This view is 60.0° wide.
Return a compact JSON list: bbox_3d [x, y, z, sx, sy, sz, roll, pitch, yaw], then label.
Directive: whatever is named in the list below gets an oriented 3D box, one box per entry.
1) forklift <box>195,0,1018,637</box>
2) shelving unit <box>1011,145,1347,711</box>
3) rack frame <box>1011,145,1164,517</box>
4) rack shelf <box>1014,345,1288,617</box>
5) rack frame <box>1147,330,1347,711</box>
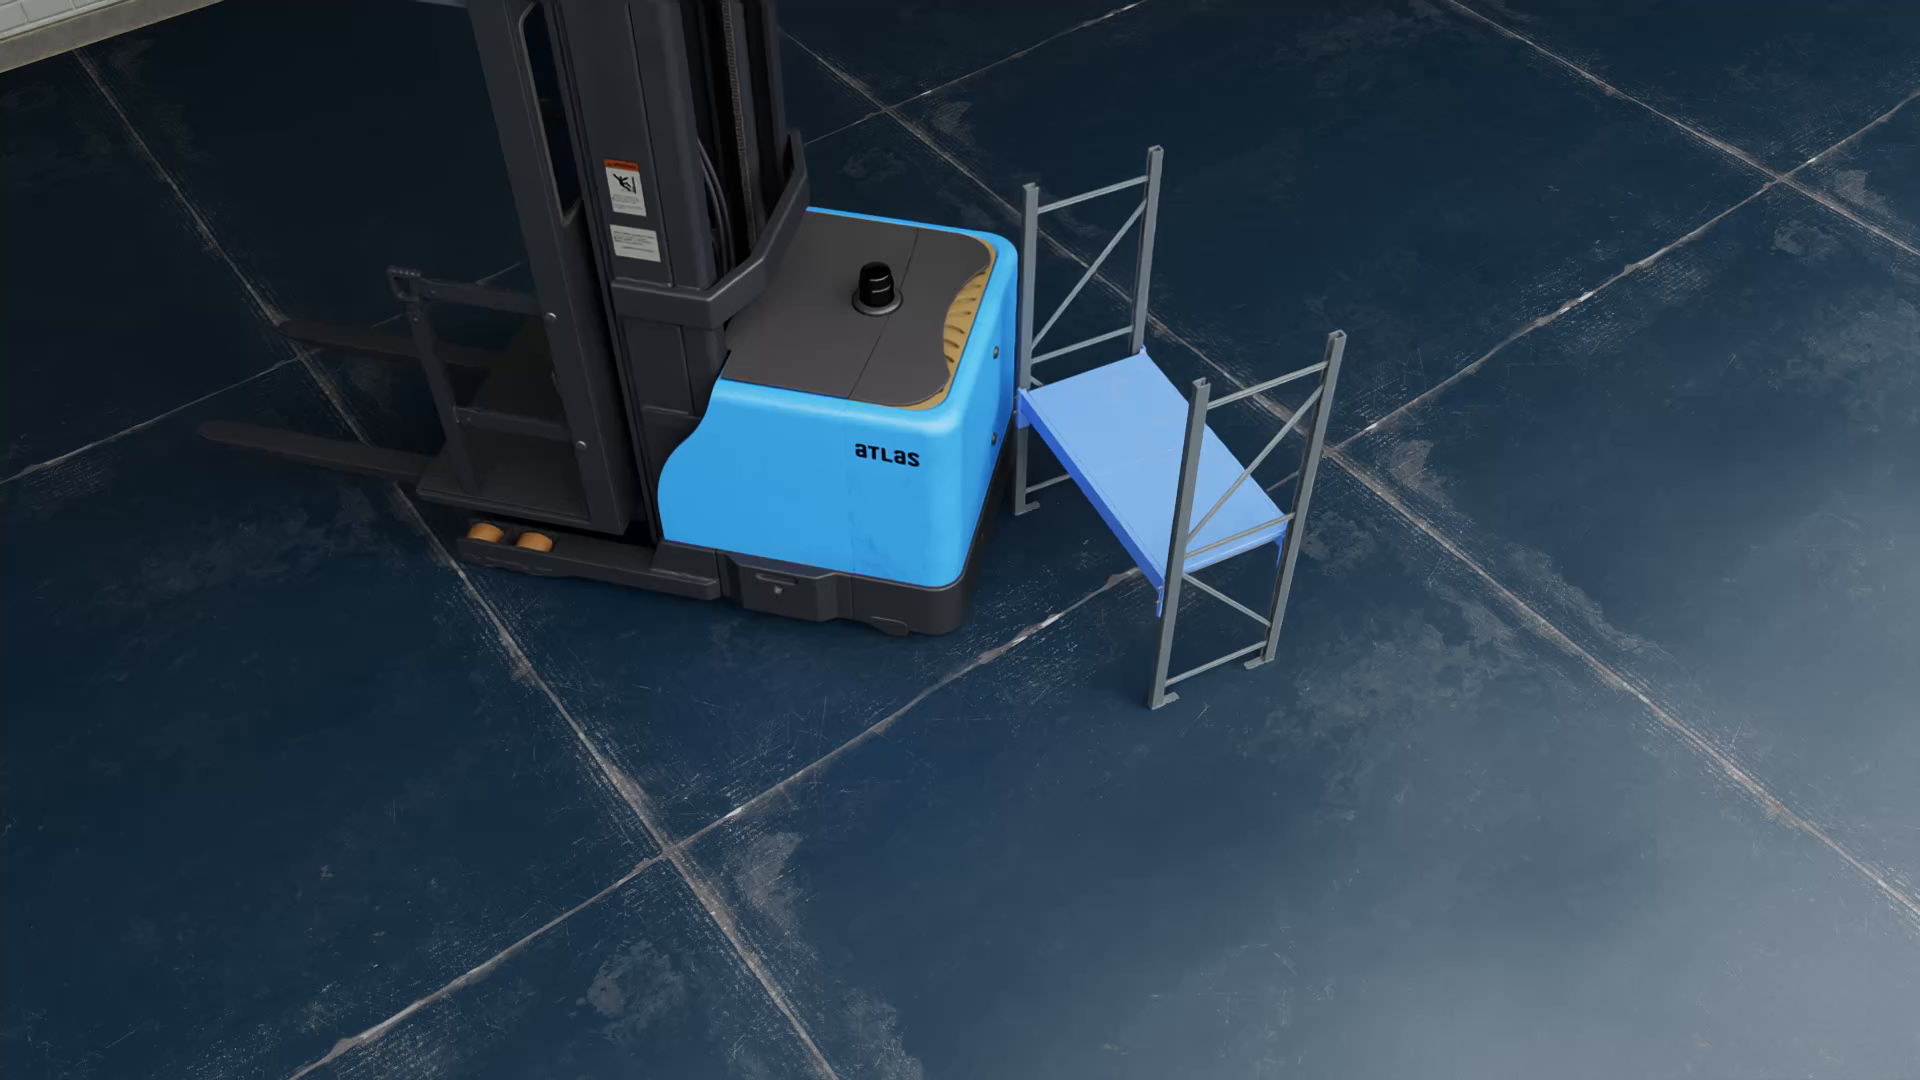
[{"bbox_3d":[-1.359,-1.224,5.381,3.031,2.935,1.130,10,49,9],"label":"forklift"},{"bbox_3d":[0.652,-0.347,5.552,0.538,1.500,1.048,-20,51,-17],"label":"shelving unit"},{"bbox_3d":[0.427,-0.684,5.858,0.500,1.500,0.032,-20,51,-17],"label":"rack frame"},{"bbox_3d":[0.652,-0.226,5.685,0.538,0.185,1.000,-20,51,-17],"label":"rack shelf"},{"bbox_3d":[0.876,-0.009,5.246,0.500,1.500,0.032,-20,51,-17],"label":"rack frame"}]
